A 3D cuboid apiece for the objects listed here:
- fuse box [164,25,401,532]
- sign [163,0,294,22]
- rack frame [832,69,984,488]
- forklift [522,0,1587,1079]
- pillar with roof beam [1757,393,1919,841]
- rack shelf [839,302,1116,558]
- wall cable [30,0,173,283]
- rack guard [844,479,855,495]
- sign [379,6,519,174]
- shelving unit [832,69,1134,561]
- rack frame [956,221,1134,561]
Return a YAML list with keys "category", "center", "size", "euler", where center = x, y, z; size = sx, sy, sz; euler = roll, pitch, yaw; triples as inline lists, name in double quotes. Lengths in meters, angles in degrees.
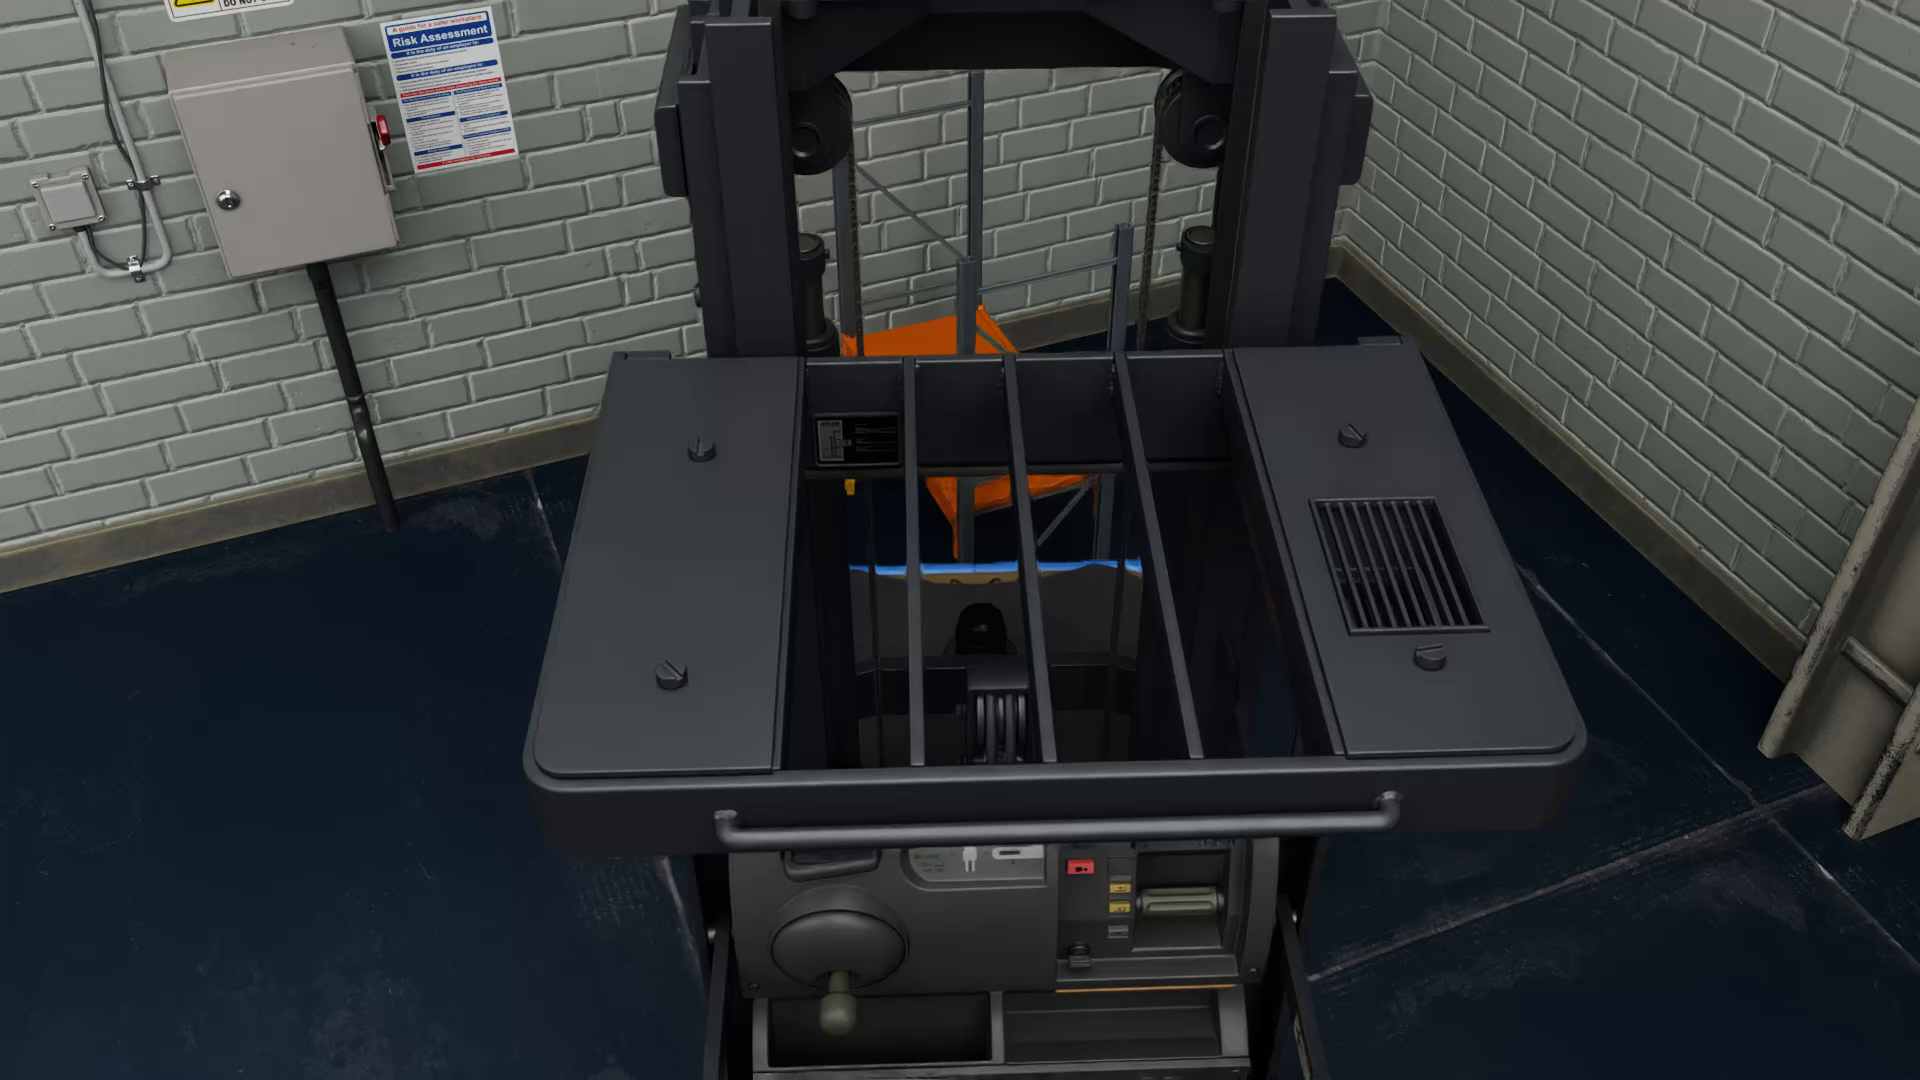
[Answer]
- category: "fuse box"
  center: [-1.945, -0.683, 5.232]
  size: [0.539, 1.711, 0.414]
  euler: [-15, 43, -17]
- category: "sign"
  center: [-2.075, -1.596, 4.672]
  size: [0.339, 0.242, 0.001]
  euler: [-15, 43, -17]
- category: "rack frame"
  center: [-0.162, -0.823, 5.557]
  size: [0.500, 1.500, 0.032]
  euler: [-15, 43, -17]
- category: "forklift"
  center: [0.086, 0.712, 2.673]
  size: [1.130, 2.935, 3.031]
  euler: [-1, 41, -2]
- category: "pillar with roof beam"
  center: [-1.354, -1.635, 0.749]
  size: [9.100, 9.000, 0.400]
  euler: [-15, 43, -17]
- category: "rack shelf"
  center: [0.033, -0.381, 5.319]
  size: [0.538, 0.185, 1.000]
  euler: [-15, 43, -17]
- category: "wall cable"
  center: [-2.636, -1.481, 4.393]
  size: [0.588, 1.984, 0.122]
  euler: [-15, 43, -17]
- category: "rack guard"
  center: [-0.161, -0.349, 5.964]
  size: [0.587, 0.250, 0.087]
  euler: [-15, 43, -17]
- category: "sign"
  center: [-1.568, -1.384, 5.131]
  size: [0.329, 0.494, 0.001]
  euler: [-15, 43, -17]
- category: "shelving unit"
  center: [0.029, -0.523, 5.208]
  size: [0.587, 1.500, 1.083]
  euler: [-15, 43, -17]
- category: "rack frame"
  center: [0.227, -0.211, 4.845]
  size: [0.500, 1.500, 0.032]
  euler: [-15, 43, -17]
